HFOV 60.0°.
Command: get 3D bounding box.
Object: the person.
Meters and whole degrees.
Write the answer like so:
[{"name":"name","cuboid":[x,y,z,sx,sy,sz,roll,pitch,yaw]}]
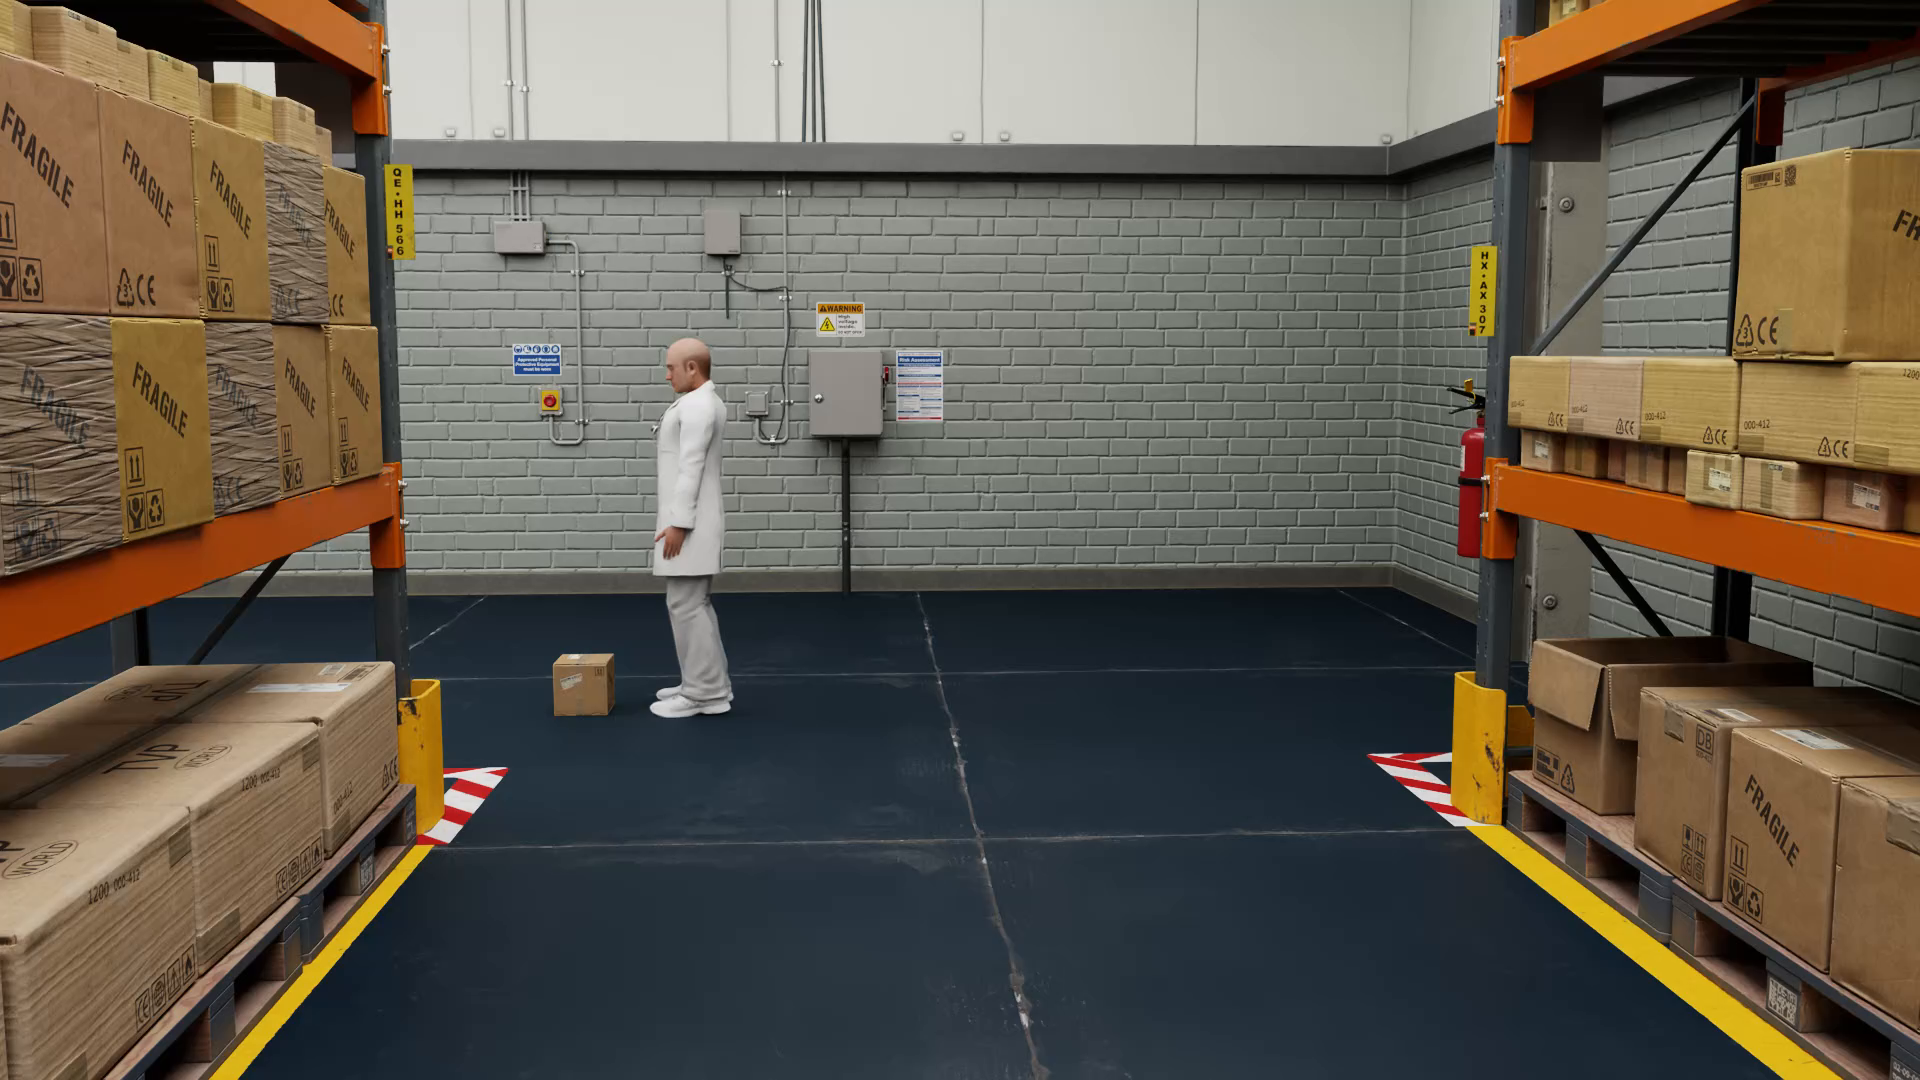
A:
[{"name":"person","cuboid":[-1.286,-0.063,7.880,0.383,1.777,0.562,0,7,-3]}]
